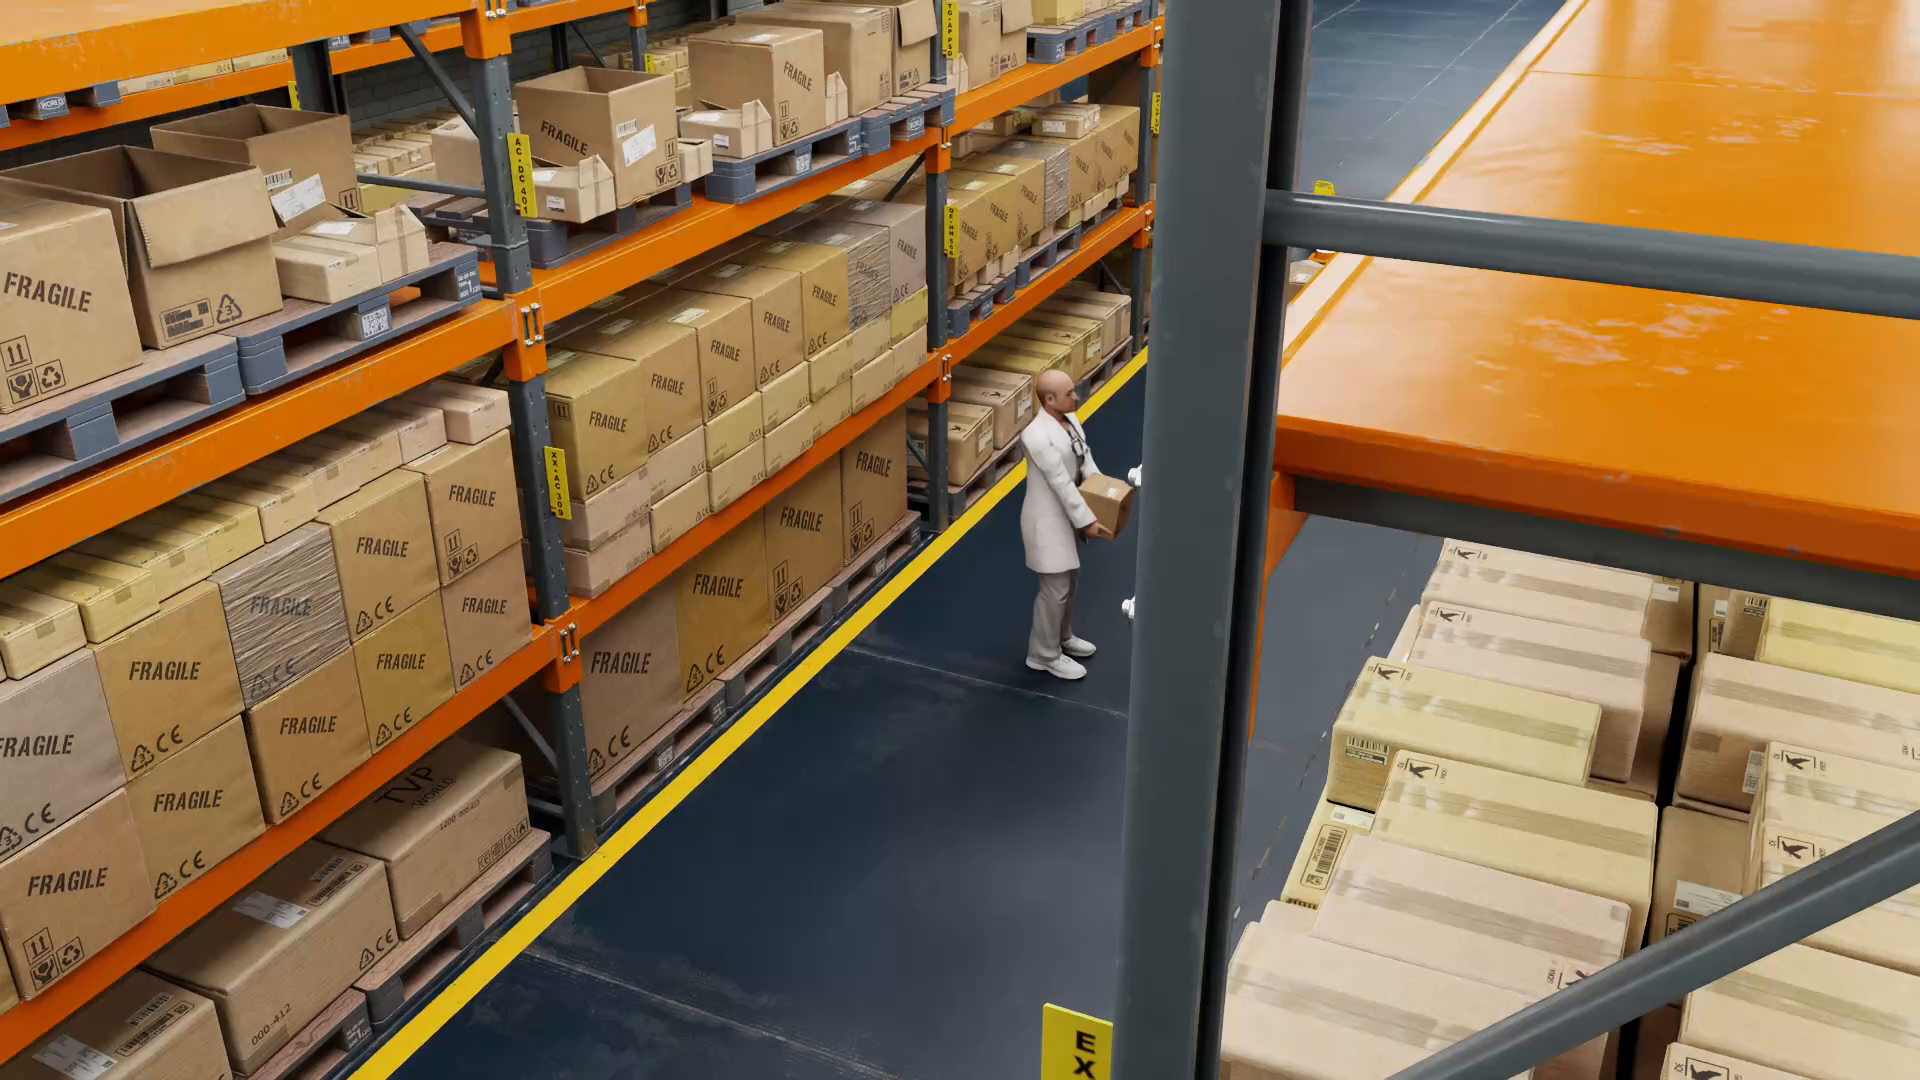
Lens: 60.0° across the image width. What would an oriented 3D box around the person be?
[{"bbox_3d":[0.629,-0.086,9.312,0.556,1.780,0.522,11,28,21],"label":"person"}]
